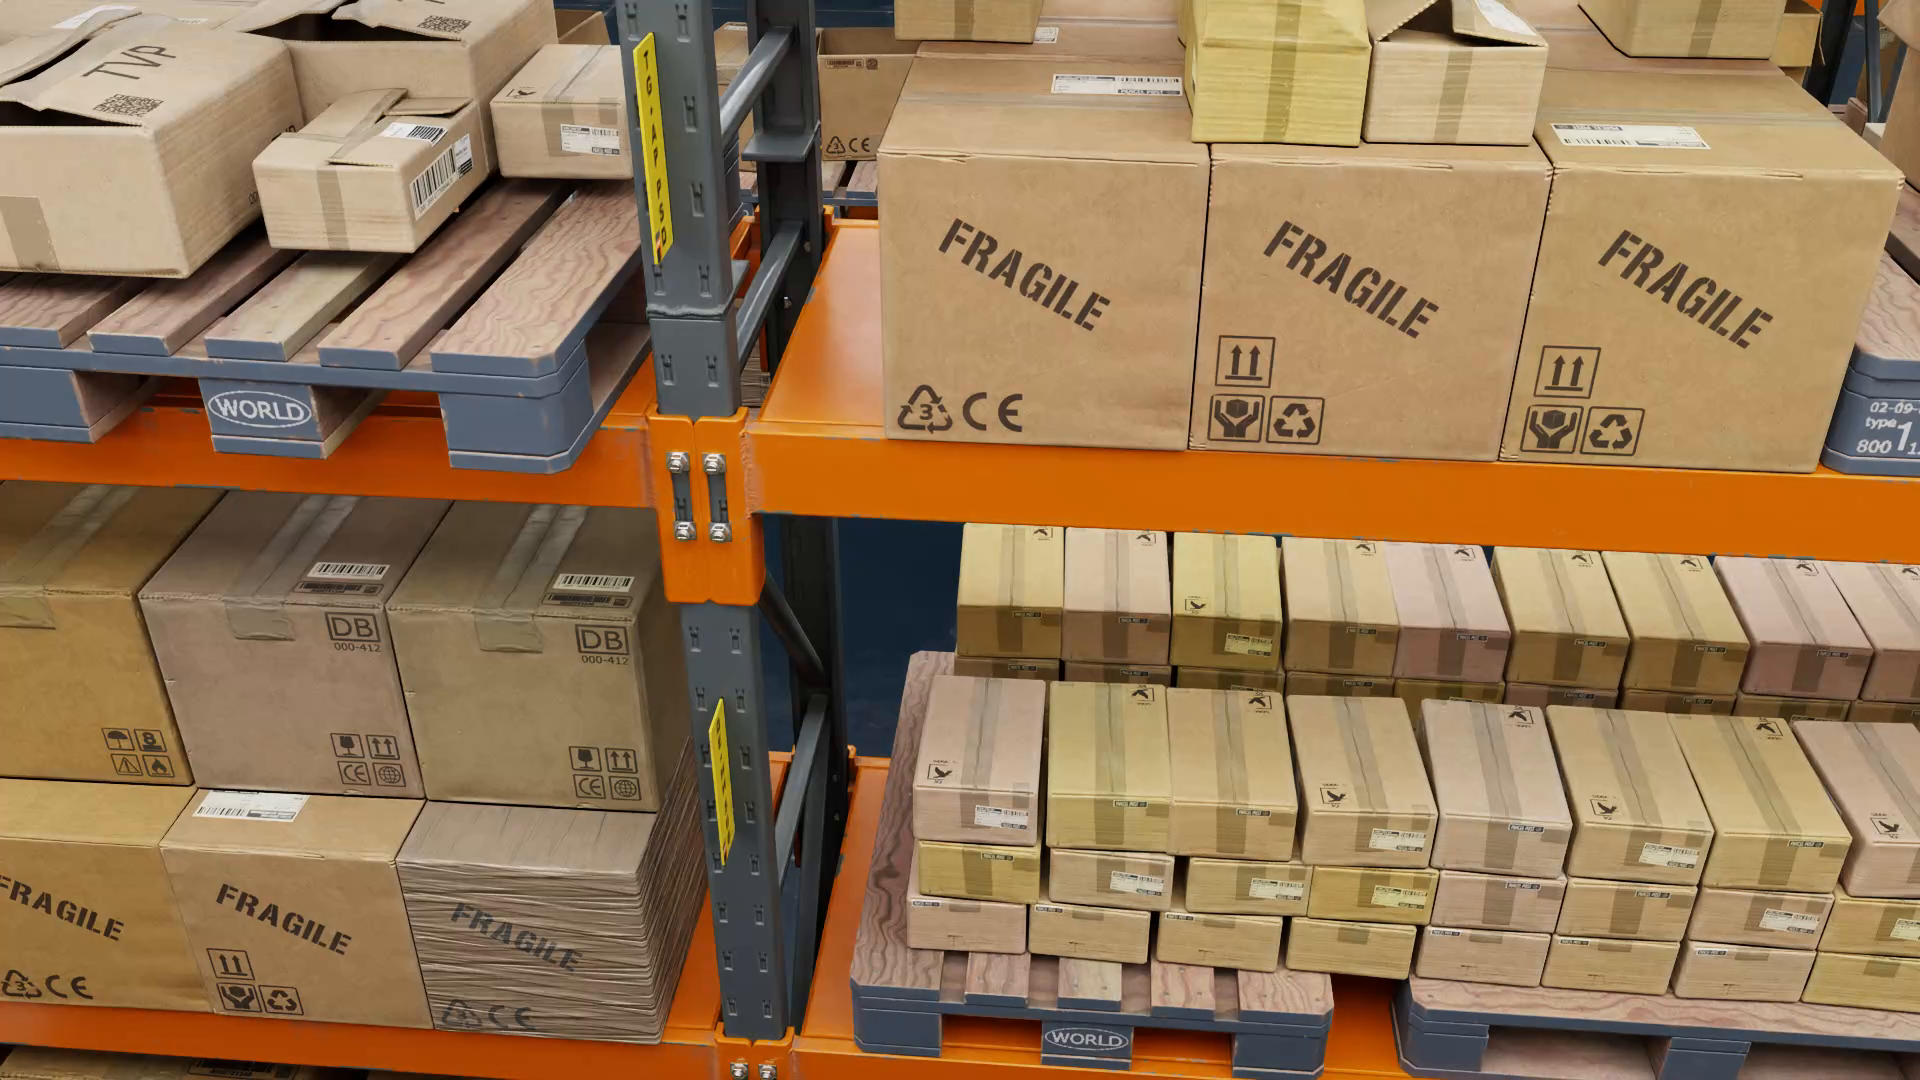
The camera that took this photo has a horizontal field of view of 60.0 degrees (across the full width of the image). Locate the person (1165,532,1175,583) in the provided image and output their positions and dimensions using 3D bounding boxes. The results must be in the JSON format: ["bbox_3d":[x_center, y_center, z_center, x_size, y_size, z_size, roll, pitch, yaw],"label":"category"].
[{"bbox_3d":[0.944,-0.246,7.079,0.804,1.226,0.630,2,32,4],"label":"person"}]
